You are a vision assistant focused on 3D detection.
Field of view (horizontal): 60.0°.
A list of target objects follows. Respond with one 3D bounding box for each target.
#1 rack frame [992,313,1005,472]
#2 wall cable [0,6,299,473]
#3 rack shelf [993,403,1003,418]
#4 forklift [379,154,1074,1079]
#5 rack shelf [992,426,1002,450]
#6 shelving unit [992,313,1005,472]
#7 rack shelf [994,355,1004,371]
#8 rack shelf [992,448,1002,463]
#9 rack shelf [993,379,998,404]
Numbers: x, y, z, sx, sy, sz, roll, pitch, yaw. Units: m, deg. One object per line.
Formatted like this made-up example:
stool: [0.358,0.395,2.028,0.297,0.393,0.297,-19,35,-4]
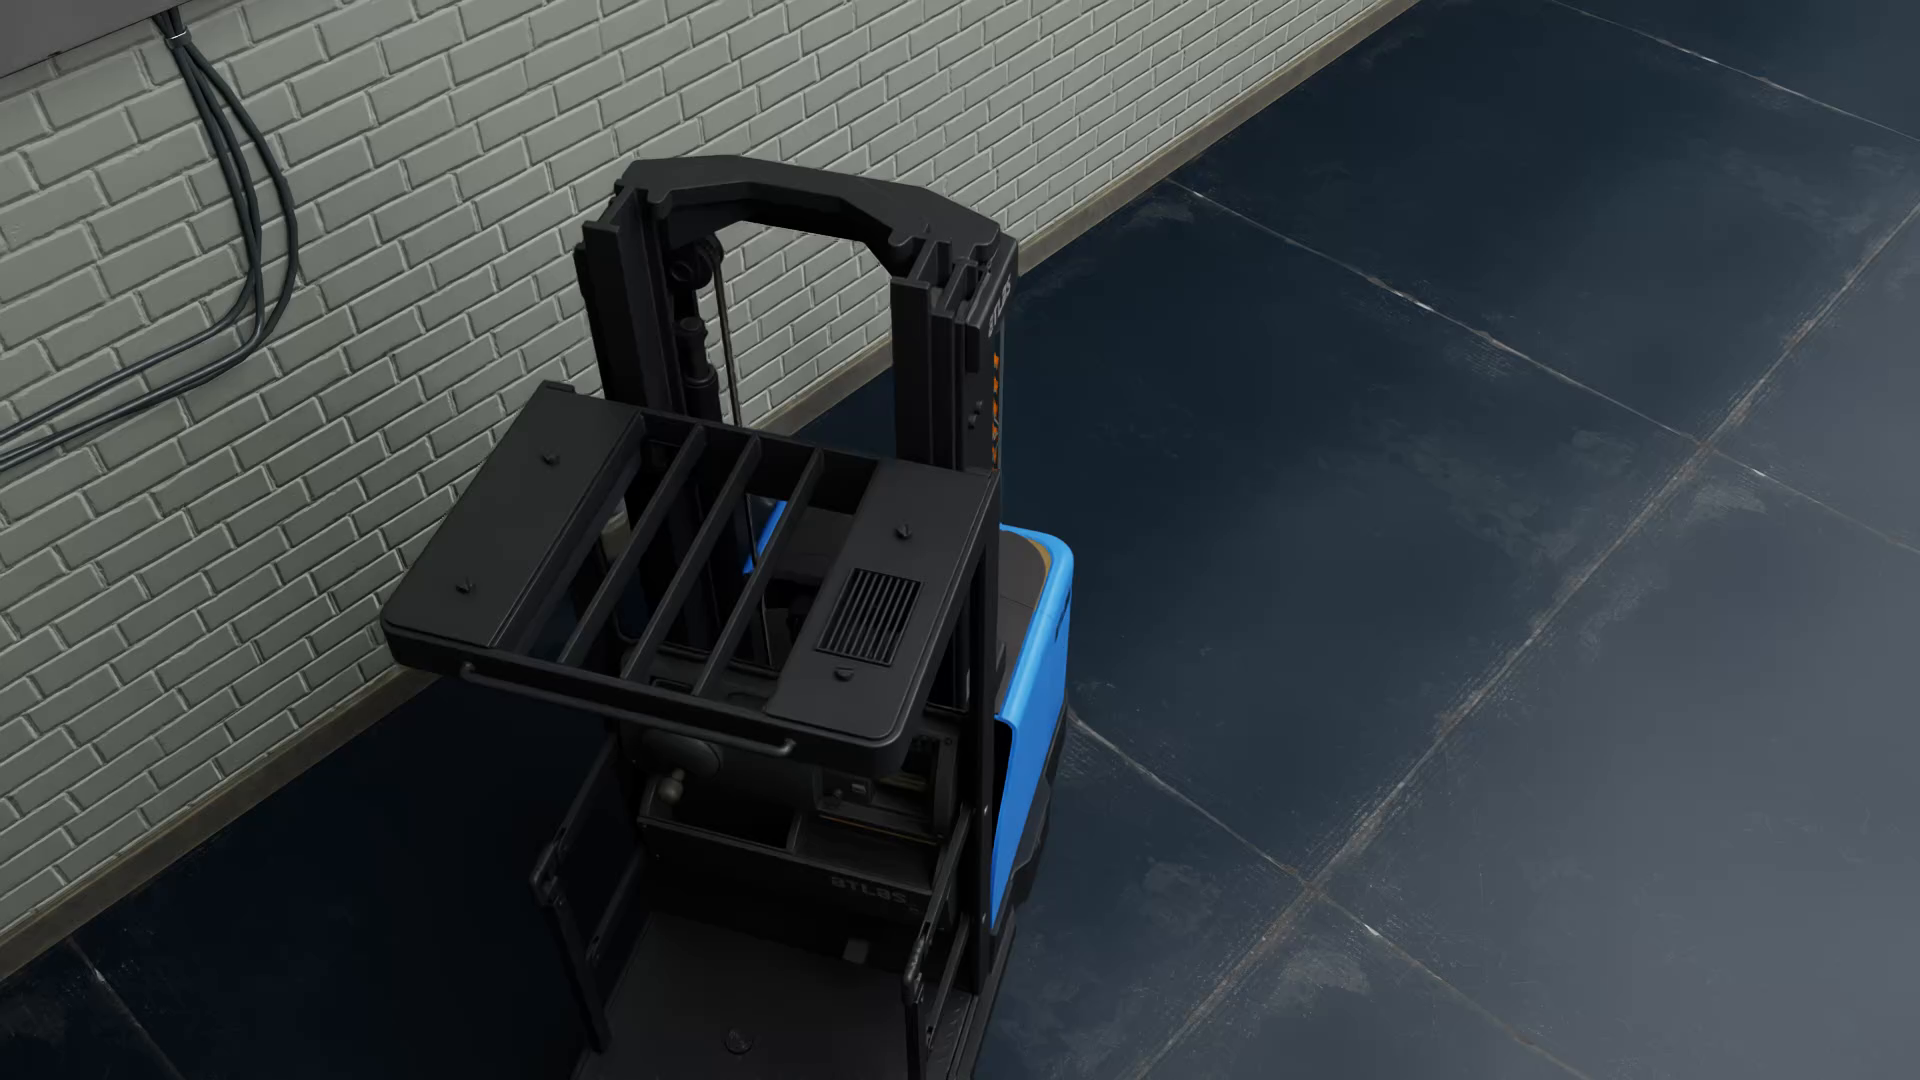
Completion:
rack frame: [0.078,-0.358,6.372,0.006,1.200,0.240,34,55,28]
wall cable: [-2.974,-0.696,3.469,0.112,2.526,3.097,34,55,28]
rack shelf: [0.011,-0.455,6.359,0.180,0.103,0.258,34,55,28]
forklift: [-0.517,0.661,4.228,1.130,2.935,3.031,12,48,11]
rack shelf: [0.011,-0.373,6.447,0.180,0.103,0.258,34,55,28]
shelving unit: [0.011,-0.404,6.414,0.189,1.200,0.258,34,55,28]
rack shelf: [0.011,-0.620,6.184,0.180,0.103,0.258,34,55,28]
rack shelf: [0.011,-0.291,6.534,0.180,0.103,0.258,34,55,28]
rack shelf: [0.011,-0.537,6.272,0.180,0.103,0.258,34,55,28]
